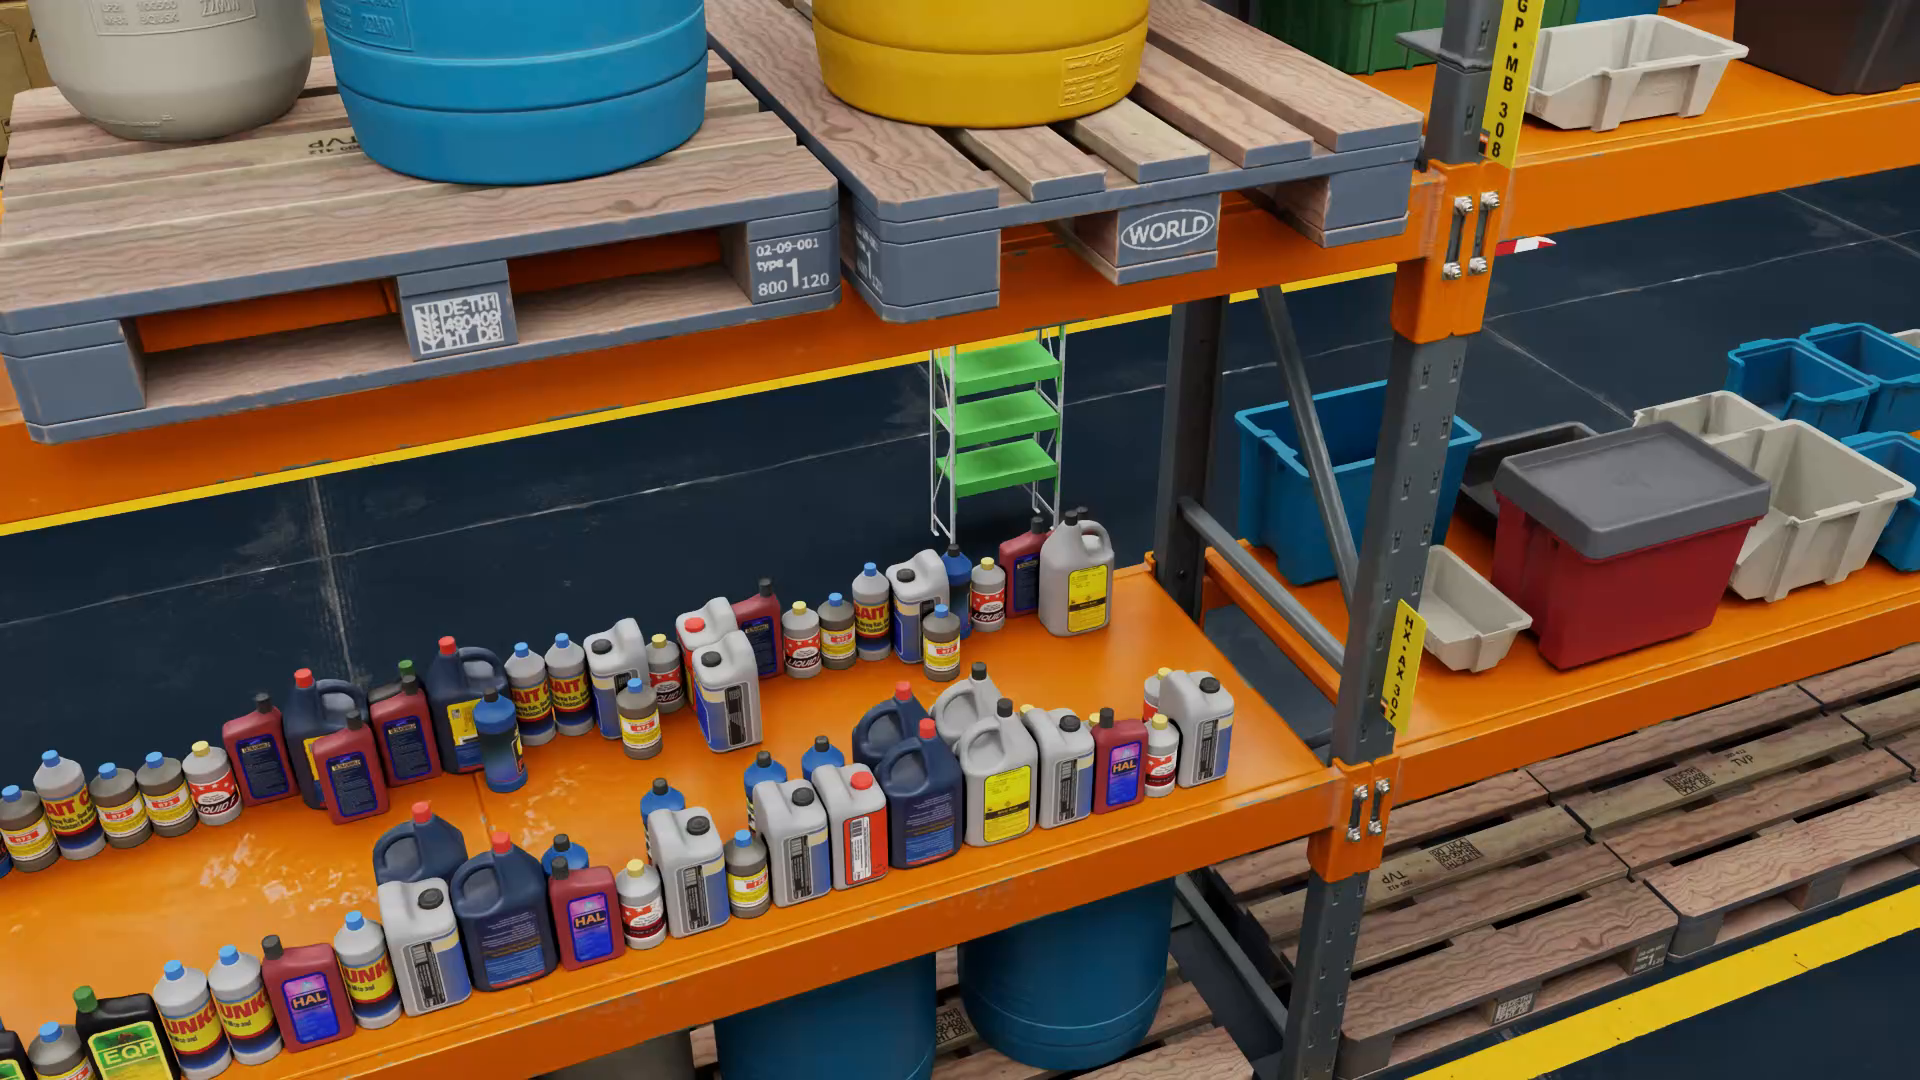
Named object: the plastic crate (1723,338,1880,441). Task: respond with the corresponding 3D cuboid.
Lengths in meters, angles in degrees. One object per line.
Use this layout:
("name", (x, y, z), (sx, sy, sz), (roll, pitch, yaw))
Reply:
("plastic crate", (2.641, -0.440, 5.274), (0.300, 0.233, 0.416), (-13, 35, -19))

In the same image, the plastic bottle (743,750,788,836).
("plastic bottle", (-0.431, 0.585, 3.719), (0.097, 0.271, 0.097), (0, 33, 0))

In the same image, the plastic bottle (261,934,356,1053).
("plastic bottle", (-1.282, 0.876, 3.261), (0.133, 0.283, 0.061), (-13, 35, -19))

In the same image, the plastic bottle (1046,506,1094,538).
("plastic bottle", (0.295, 0.044, 4.539), (0.133, 0.283, 0.061), (-13, 35, -19))

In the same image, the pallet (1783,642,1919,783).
("pallet", (3.711, 0.611, 6.118), (1.213, 0.211, 1.003), (-13, 35, -19))

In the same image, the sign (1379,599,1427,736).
("sign", (1.010, 0.293, 3.796), (0.005, 0.325, 0.100), (-13, 35, -19))

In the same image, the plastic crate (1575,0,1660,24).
("plastic crate", (1.515, -1.408, 4.067), (0.300, 0.233, 0.416), (-13, 35, -19))

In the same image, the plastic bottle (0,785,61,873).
("plastic bottle", (-2.086, 0.634, 3.707), (0.097, 0.201, 0.097), (0, 33, 0))

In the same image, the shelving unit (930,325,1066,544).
("shelving unit", (0.153, -0.538, 6.976), (0.503, 1.200, 0.258), (-13, 35, -19))

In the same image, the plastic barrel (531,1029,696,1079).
("plastic barrel", (-0.918, 1.329, 4.354), (0.421, 0.512, 0.421), (0, 33, 0))

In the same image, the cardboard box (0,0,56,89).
("cardboard box", (-5.996, -3.370, 11.264), (0.750, 0.750, 0.750), (-13, 35, -20))

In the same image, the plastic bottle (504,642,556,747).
("plastic bottle", (-1.050, 0.368, 4.052), (0.097, 0.271, 0.097), (0, 33, 0))

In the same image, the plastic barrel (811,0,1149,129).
("plastic barrel", (0.036, -1.086, 2.860), (0.600, 0.588, 0.600), (0, 33, 0))

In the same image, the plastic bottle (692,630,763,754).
("plastic bottle", (-0.570, 0.362, 4.057), (0.135, 0.276, 0.152), (-13, 35, -19))

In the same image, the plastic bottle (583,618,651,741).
("plastic bottle", (-0.843, 0.335, 4.099), (0.135, 0.276, 0.152), (-13, 35, -19))

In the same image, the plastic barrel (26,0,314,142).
("plastic barrel", (-1.313, -0.964, 2.721), (0.433, 0.535, 0.433), (0, 33, 0))

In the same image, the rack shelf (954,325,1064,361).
("rack shelf", (0.153, -0.887, 6.750), (0.480, 0.148, 0.258), (-13, 35, -19))

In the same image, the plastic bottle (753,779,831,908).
("plastic bottle", (-0.365, 0.642, 3.627), (0.135, 0.276, 0.152), (-13, 35, -19))

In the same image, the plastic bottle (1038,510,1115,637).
("plastic bottle", (0.311, 0.072, 4.433), (0.185, 0.351, 0.144), (-13, 35, -19))

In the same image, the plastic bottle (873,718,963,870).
("plastic bottle", (-0.093, 0.550, 3.699), (0.185, 0.351, 0.144), (-13, 35, -19))

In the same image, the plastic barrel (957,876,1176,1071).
("plastic barrel", (0.290, 0.942, 4.591), (0.708, 0.901, 0.600), (-13, 35, -19))

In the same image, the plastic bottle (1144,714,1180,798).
("plastic bottle", (0.464, 0.499, 3.915), (0.097, 0.201, 0.097), (0, 33, 0))

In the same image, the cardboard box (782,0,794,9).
("cardboard box", (-0.540, -2.372, 8.054), (0.500, 0.500, 0.500), (-12, 35, -18))

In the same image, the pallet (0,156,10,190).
("pallet", (-4.206, -1.613, 7.155), (1.003, 0.211, 1.213), (-13, 35, -19))

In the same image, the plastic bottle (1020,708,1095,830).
("plastic bottle", (0.224, 0.507, 3.834), (0.135, 0.276, 0.152), (-13, 35, -19))

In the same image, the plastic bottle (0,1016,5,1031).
("plastic bottle", (-1.845, 0.963, 3.138), (0.097, 0.271, 0.097), (0, 33, 0))

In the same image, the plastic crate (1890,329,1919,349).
("plastic crate", (3.178, -0.571, 5.564), (0.298, 0.136, 0.250), (-13, 35, -19))

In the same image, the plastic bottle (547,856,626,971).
("plastic bottle", (-0.775, 0.759, 3.440), (0.133, 0.283, 0.061), (-13, 35, -19))

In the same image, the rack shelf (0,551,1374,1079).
("rack shelf", (-1.045, 0.856, 3.844), (4.000, 0.370, 1.077), (-13, 35, -19))

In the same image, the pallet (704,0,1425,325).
("pallet", (0.114, -0.832, 3.200), (1.003, 0.211, 1.213), (-13, 35, -19))

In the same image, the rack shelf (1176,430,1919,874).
("rack shelf", (2.643, 0.011, 5.142), (4.000, 0.370, 1.077), (-13, 35, -19))

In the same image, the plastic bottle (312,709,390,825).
("plastic bottle", (-1.401, 0.518, 3.811), (0.133, 0.283, 0.061), (-13, 35, -19))

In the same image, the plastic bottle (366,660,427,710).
("plastic bottle", (-1.334, 0.417, 3.966), (0.133, 0.283, 0.061), (-13, 35, -19))

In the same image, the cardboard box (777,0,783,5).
("cardboard box", (-0.754, -2.636, 8.459), (0.500, 0.500, 0.500), (-12, 35, -18))

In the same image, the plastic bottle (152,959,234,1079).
("plastic bottle", (-1.485, 0.916, 3.209), (0.097, 0.271, 0.097), (0, 33, 0))

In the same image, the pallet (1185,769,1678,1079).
("pallet", (1.462, 1.126, 5.326), (1.213, 0.211, 1.003), (-13, 35, -19))

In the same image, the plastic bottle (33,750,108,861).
("plastic bottle", (-1.996, 0.584, 3.720), (0.097, 0.271, 0.097), (0, 33, 0))

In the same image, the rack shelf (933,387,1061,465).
("rack shelf", (0.153, -0.484, 7.011), (0.480, 0.148, 0.258), (-13, 35, -19))

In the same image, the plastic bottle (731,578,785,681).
("plastic bottle", (-0.523, 0.231, 4.251), (0.133, 0.283, 0.061), (-13, 35, -19))

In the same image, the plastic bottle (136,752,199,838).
("plastic bottle", (-1.817, 0.573, 3.802), (0.097, 0.201, 0.097), (0, 33, 0))

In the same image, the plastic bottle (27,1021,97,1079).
("plastic bottle", (-1.698, 0.994, 3.154), (0.097, 0.201, 0.097), (0, 33, 0))

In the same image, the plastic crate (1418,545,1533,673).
("plastic crate", (1.283, 0.191, 4.393), (0.243, 0.136, 0.396), (-13, 35, -19))

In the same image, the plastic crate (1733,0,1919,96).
("plastic crate", (2.050, -1.195, 3.706), (0.590, 0.269, 0.497), (-13, 35, -19))

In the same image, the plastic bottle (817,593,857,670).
("plastic bottle", (-0.320, 0.230, 4.328), (0.097, 0.201, 0.097), (0, 33, 0))

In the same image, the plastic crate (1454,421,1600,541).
("plastic crate", (1.727, -0.149, 4.926), (0.590, 0.125, 0.437), (-13, 35, -19))

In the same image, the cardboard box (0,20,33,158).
("cardboard box", (-4.266, -1.923, 6.978), (0.500, 0.500, 0.700), (-26, 41, -34))

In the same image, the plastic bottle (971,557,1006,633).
("plastic bottle", (0.073, 0.140, 4.467), (0.097, 0.201, 0.097), (0, 33, 0))

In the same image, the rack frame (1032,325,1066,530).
("rack frame", (0.378, -0.589, 7.056), (0.015, 1.200, 0.240), (-13, 35, -19))

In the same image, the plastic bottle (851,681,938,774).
("plastic bottle", (-0.148, 0.478, 3.811), (0.185, 0.351, 0.144), (-13, 35, -19))

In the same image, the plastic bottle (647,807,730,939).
("plastic bottle", (-0.579, 0.691, 3.552), (0.135, 0.276, 0.152), (-13, 35, -19))

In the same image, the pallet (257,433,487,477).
("pallet", (-2.977, -0.740, 8.194), (1.213, 0.211, 1.003), (-13, 35, -19))

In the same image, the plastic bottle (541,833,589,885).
("plastic bottle", (-0.822, 0.728, 3.498), (0.097, 0.271, 0.097), (0, 33, 0))

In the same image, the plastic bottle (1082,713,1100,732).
("plastic bottle", (0.318, 0.497, 3.918), (0.097, 0.201, 0.097), (0, 33, 0))

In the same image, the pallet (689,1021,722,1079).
("pallet", (-1.055, 1.702, 4.440), (1.213, 0.211, 1.003), (-13, 35, -19))

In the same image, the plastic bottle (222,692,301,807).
("plastic bottle", (-1.628, 0.484, 3.863), (0.133, 0.283, 0.061), (-13, 35, -19))

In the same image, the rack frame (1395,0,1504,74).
("rack frame", (0.799, -2.383, 2.661), (0.127, 3.000, 1.000), (-13, 35, -19))

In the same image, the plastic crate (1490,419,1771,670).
("plastic crate", (1.719, 0.018, 4.359), (0.583, 0.464, 0.402), (-13, 35, -19))

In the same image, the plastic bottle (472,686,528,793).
("plastic bottle", (-1.084, 0.461, 3.909), (0.097, 0.271, 0.097), (0, 33, 0))

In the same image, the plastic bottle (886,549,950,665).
("plastic bottle", (-0.113, 0.167, 4.356), (0.135, 0.276, 0.152), (-13, 35, -19))

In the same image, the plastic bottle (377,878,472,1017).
("plastic bottle", (-1.087, 0.807, 3.373), (0.135, 0.276, 0.152), (-13, 35, -19))
